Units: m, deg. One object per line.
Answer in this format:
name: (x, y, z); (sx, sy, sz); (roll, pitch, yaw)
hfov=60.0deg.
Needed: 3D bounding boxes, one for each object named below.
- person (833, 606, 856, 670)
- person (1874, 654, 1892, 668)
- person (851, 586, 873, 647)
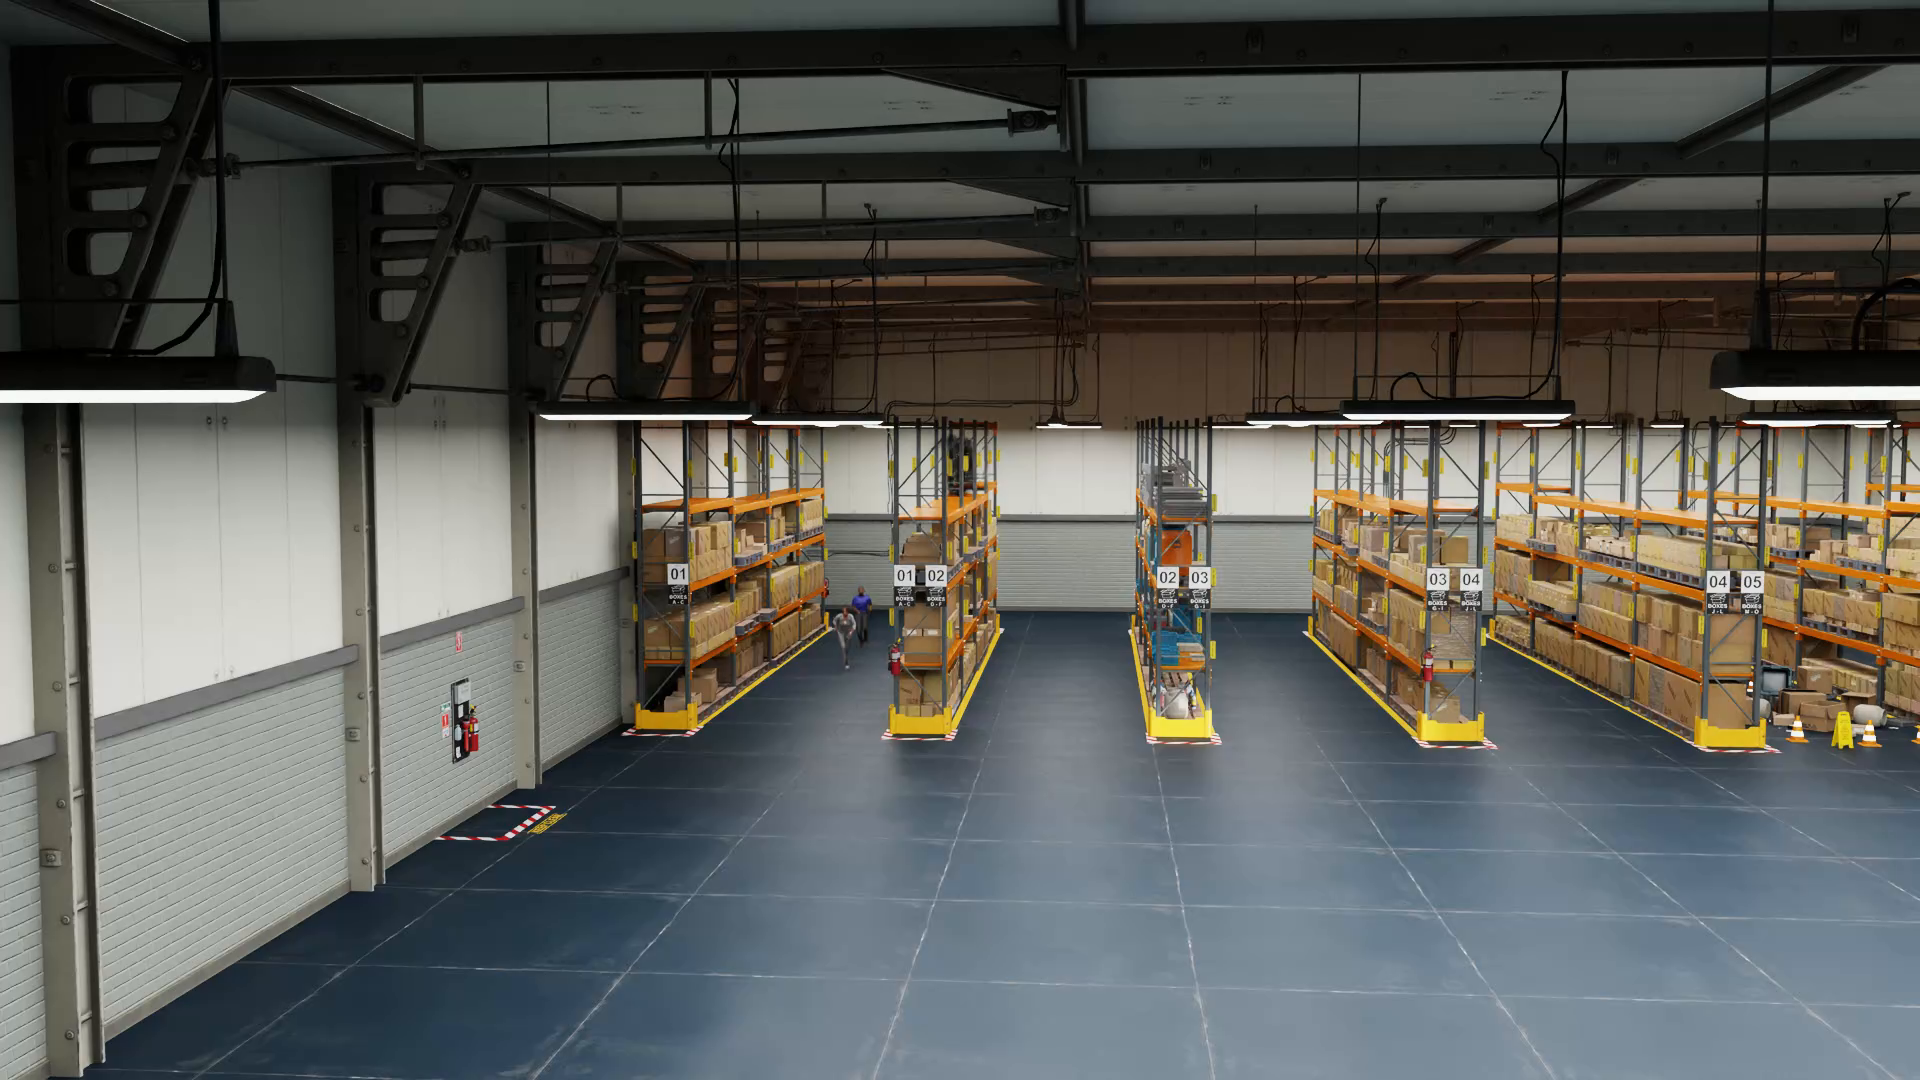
person: (-2.791, 2.345, 40.364); (0.558, 1.549, 0.895); (0, 4, 0)
person: (21.136, 2.433, 37.970); (0.627, 1.698, 0.761); (0, 4, 0)
person: (-2.610, 2.036, 44.217); (0.569, 1.617, 0.554); (0, 4, 0)
